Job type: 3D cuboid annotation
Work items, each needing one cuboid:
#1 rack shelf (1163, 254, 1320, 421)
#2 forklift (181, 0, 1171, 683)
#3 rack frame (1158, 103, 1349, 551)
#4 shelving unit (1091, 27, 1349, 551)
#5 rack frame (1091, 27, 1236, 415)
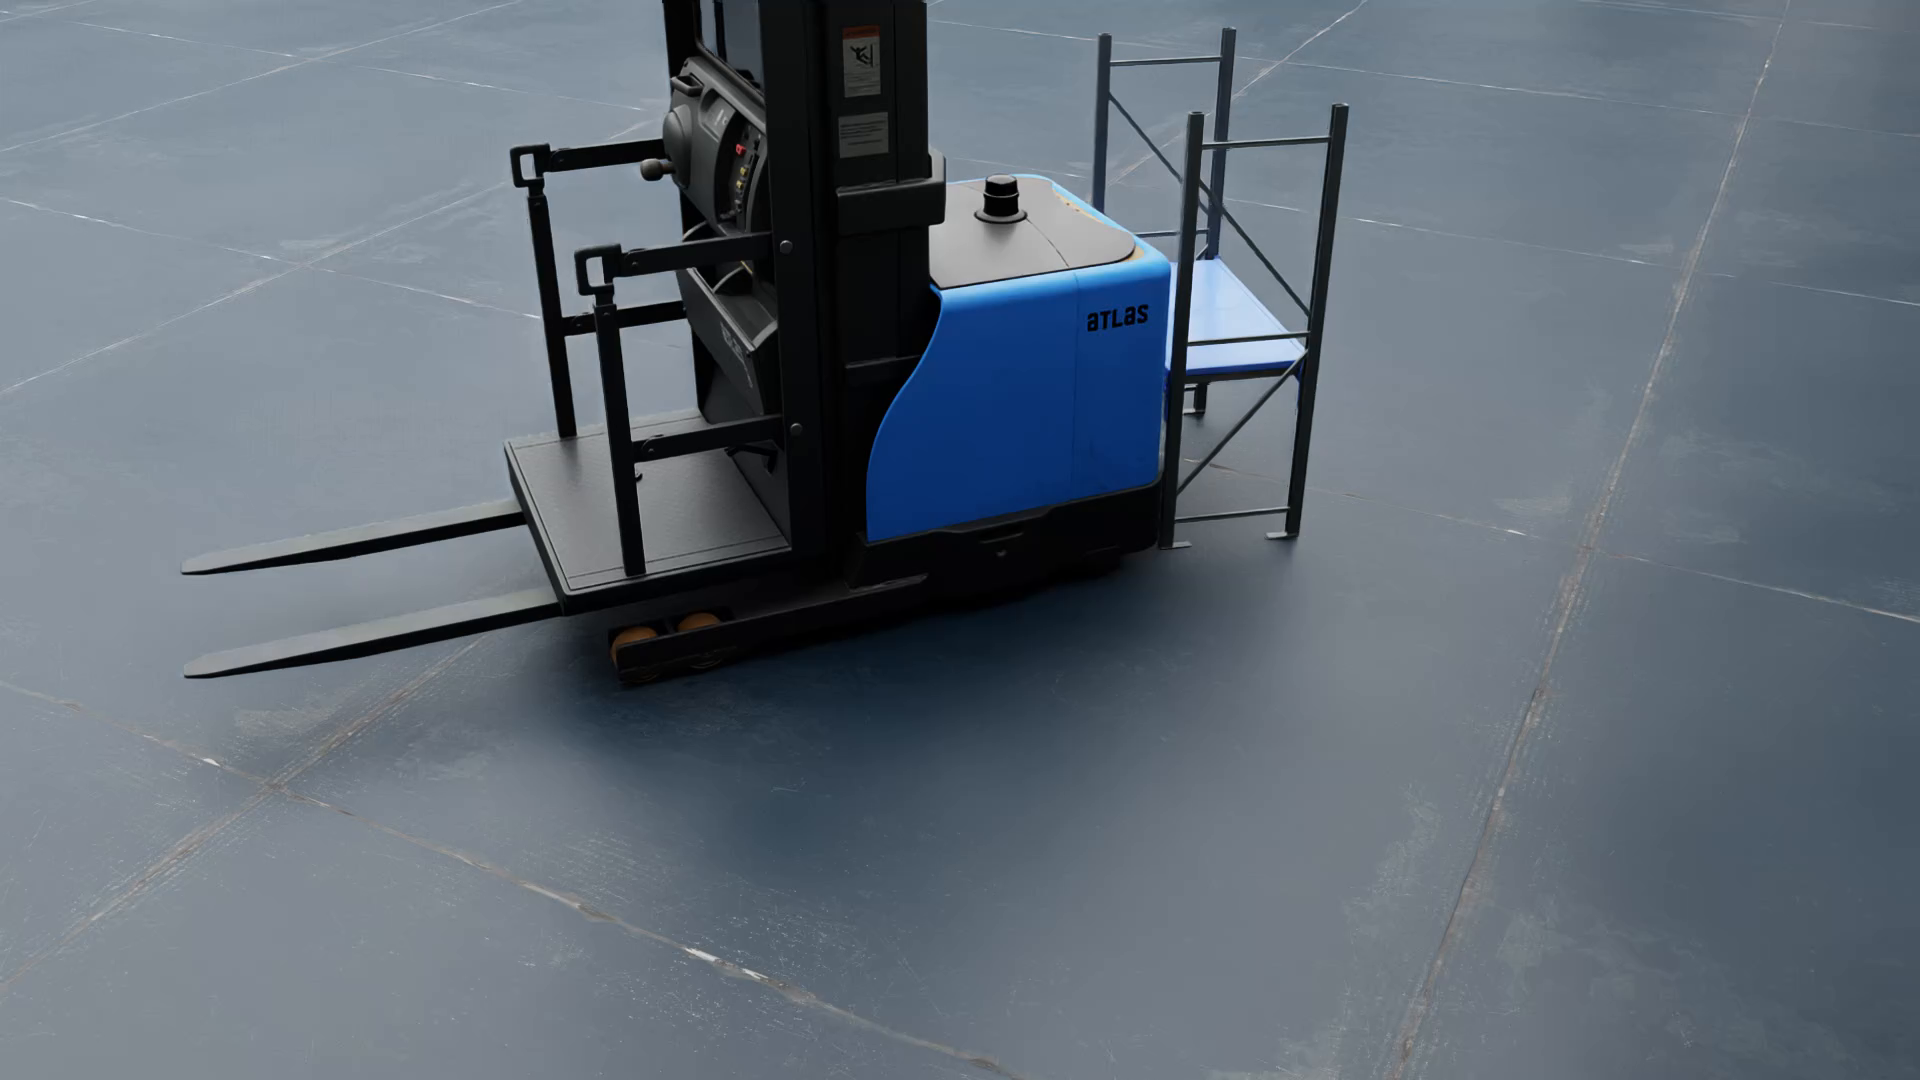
[{"bbox_3d":[0.830,-0.738,5.891,0.538,0.185,1.000,-6,30,-10],"label":"rack shelf"},{"bbox_3d":[-0.897,-1.141,4.793,3.031,2.935,1.130,-12,32,-20],"label":"forklift"},{"bbox_3d":[0.928,-0.646,5.368,0.500,1.500,0.032,-6,30,-10],"label":"rack frame"},{"bbox_3d":[0.830,-0.894,5.801,0.538,1.500,1.048,-6,30,-10],"label":"shelving unit"},{"bbox_3d":[0.731,-1.142,6.233,0.500,1.500,0.032,-6,30,-10],"label":"rack frame"}]
